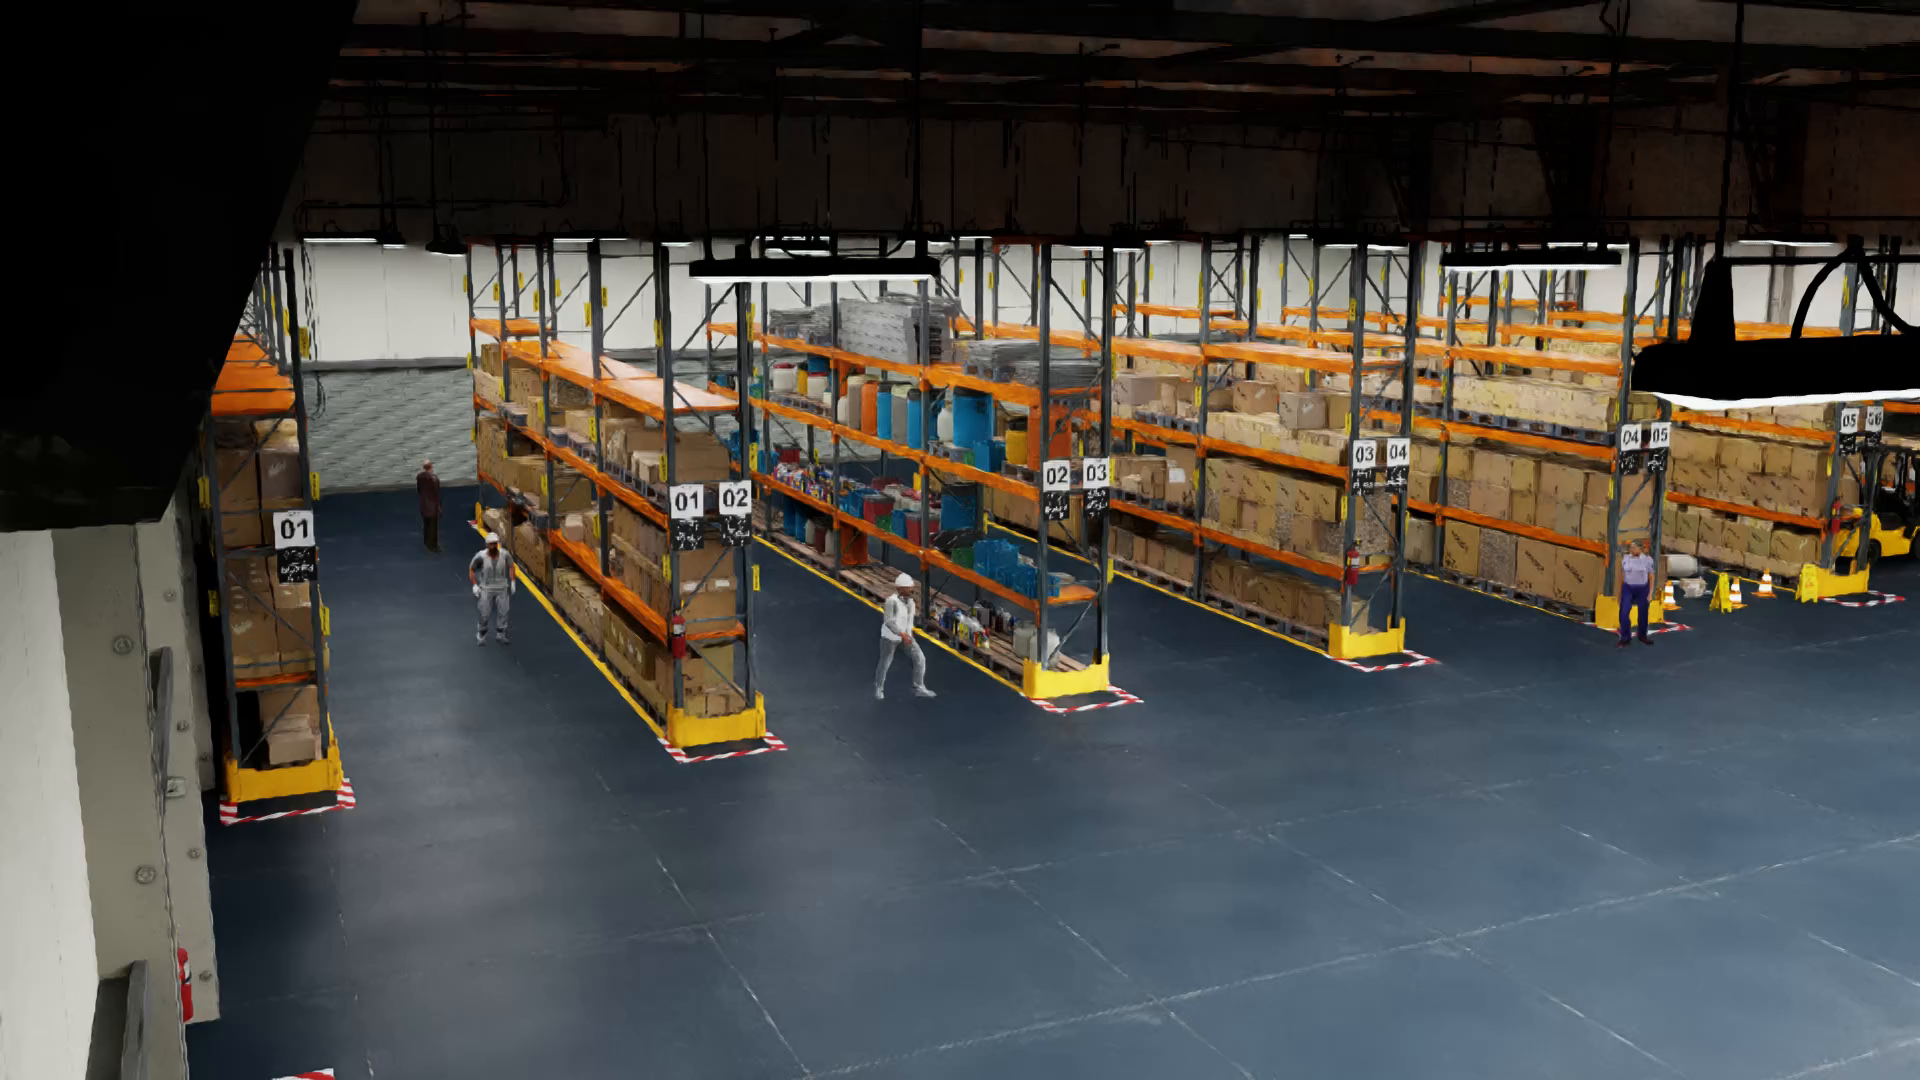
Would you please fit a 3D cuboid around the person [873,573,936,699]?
[{"bbox_3d":[-0.809,1.267,22.060,0.761,1.719,0.663,11,15,44],"label":"person"}]

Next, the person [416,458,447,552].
[{"bbox_3d":[-10.132,-0.631,31.933,0.638,1.667,0.514,8,14,36],"label":"person"}]

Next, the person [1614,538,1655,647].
[{"bbox_3d":[10.140,0.777,24.897,0.544,1.628,0.560,6,13,30],"label":"person"}]

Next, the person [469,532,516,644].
[{"bbox_3d":[-6.979,0.723,24.874,0.678,1.741,0.546,-5,12,-25],"label":"person"}]
